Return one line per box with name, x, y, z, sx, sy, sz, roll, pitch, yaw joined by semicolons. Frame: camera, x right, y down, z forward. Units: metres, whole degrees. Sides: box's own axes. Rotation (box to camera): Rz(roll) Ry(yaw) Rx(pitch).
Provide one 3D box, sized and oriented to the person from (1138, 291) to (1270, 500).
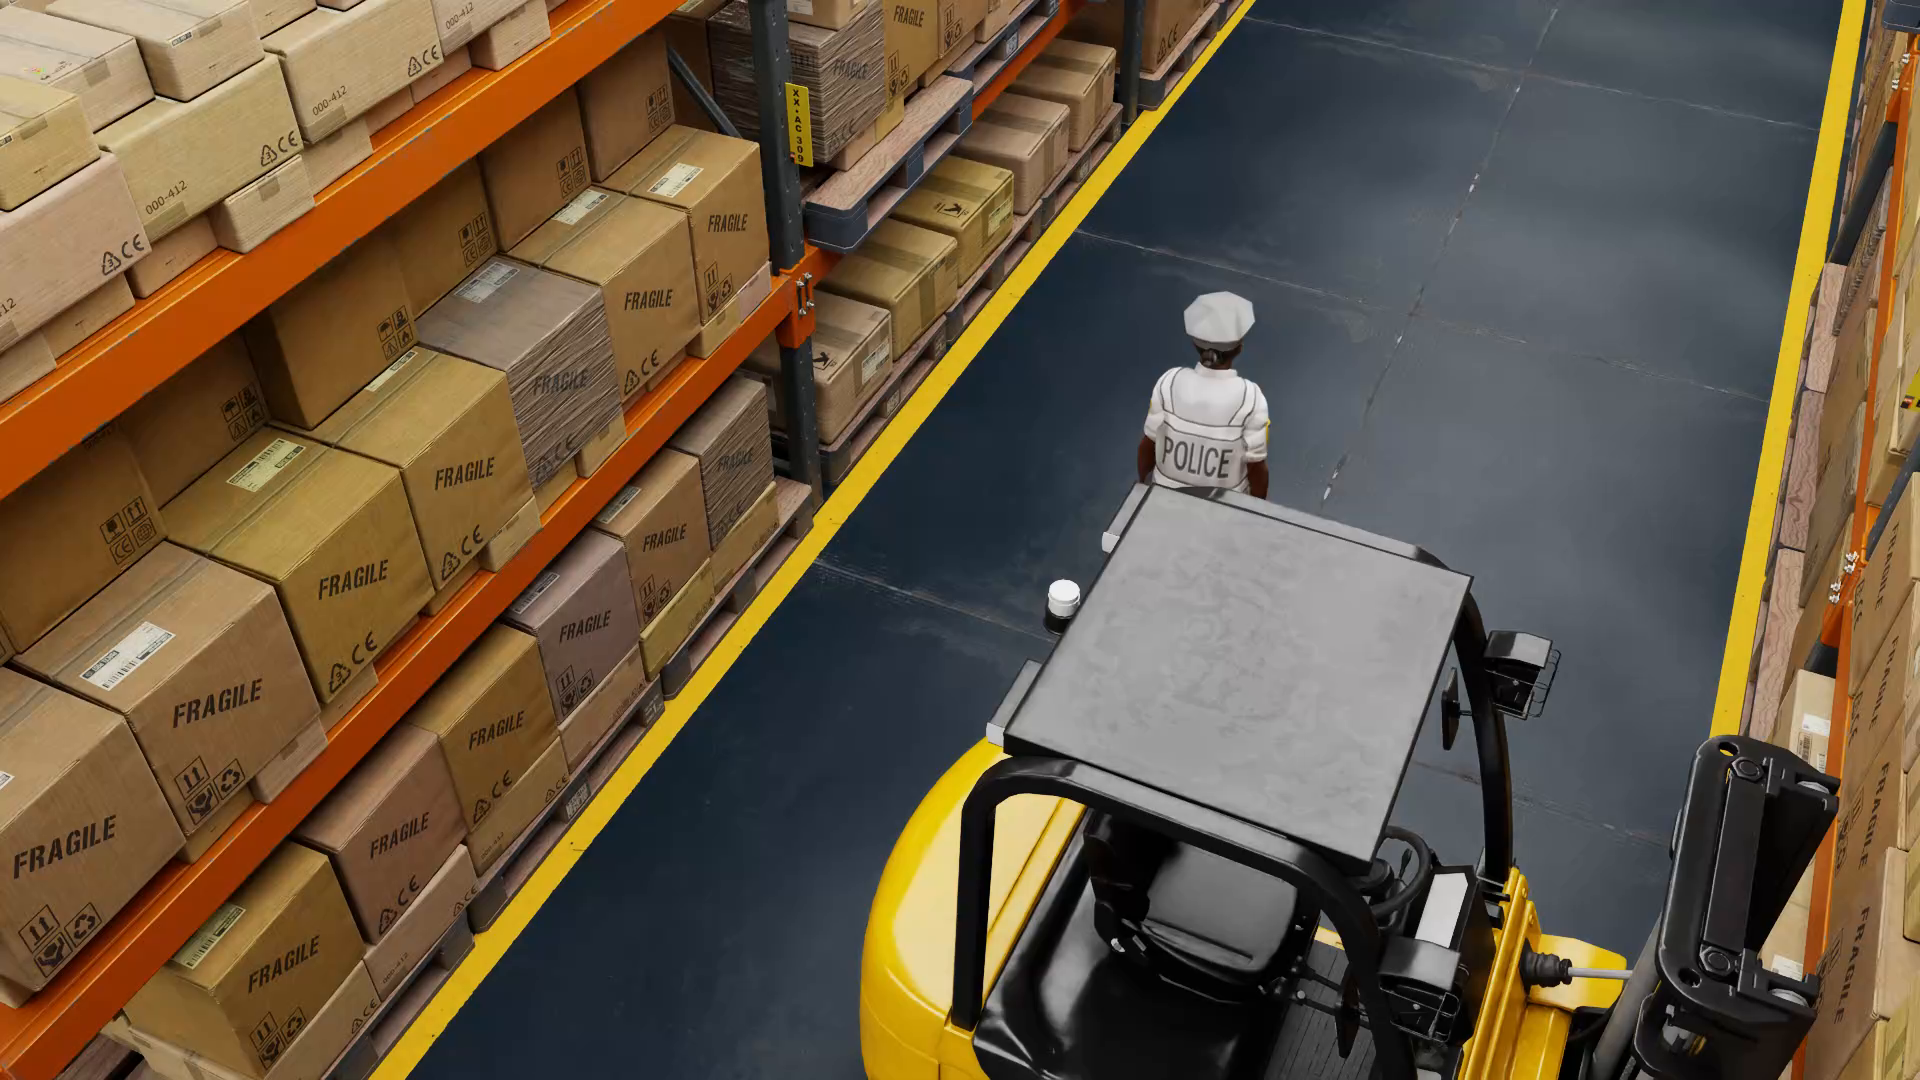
person;0.932;-0.158;6.331;0.532;1.664;0.421;15;44;16
